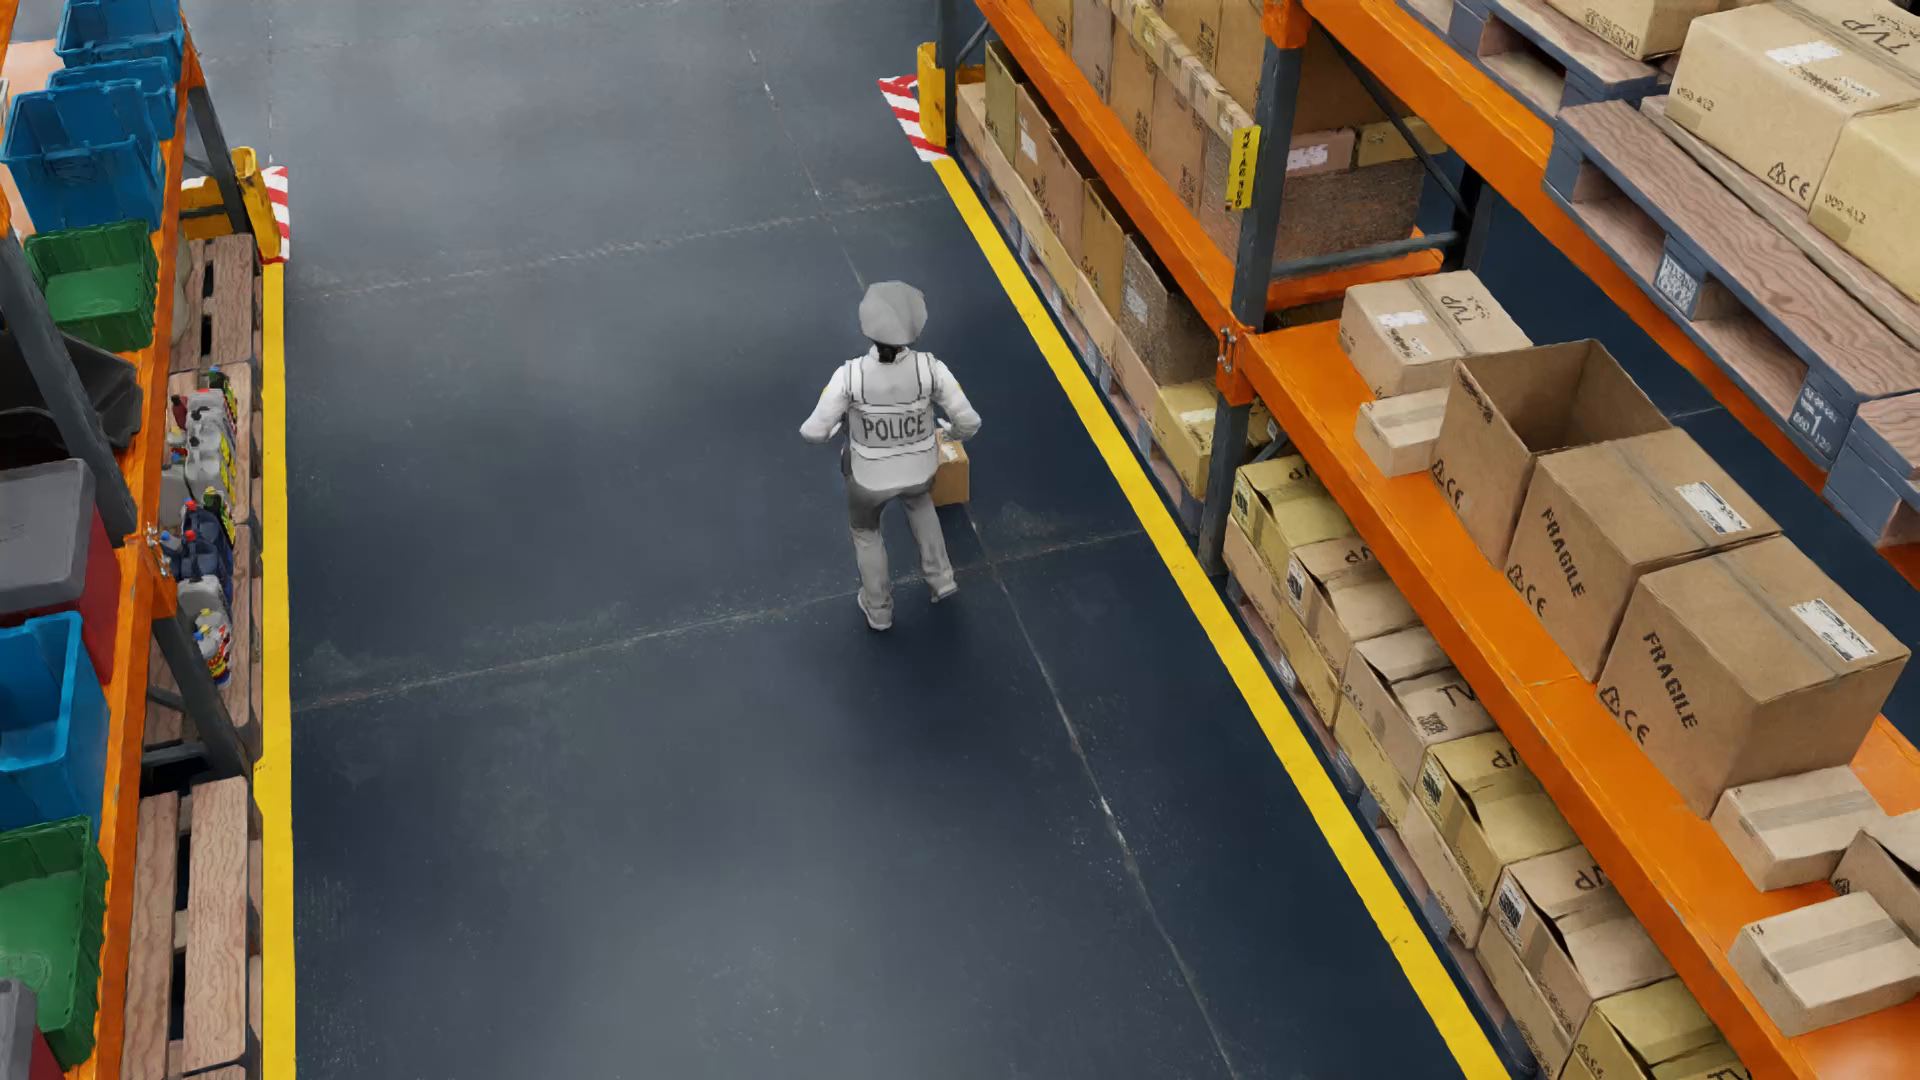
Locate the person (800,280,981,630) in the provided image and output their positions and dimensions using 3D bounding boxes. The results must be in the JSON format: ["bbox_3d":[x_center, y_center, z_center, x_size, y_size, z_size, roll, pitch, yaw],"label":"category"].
[{"bbox_3d":[-0.292,-0.318,6.512,0.675,1.671,0.467,-12,44,-12],"label":"person"}]
